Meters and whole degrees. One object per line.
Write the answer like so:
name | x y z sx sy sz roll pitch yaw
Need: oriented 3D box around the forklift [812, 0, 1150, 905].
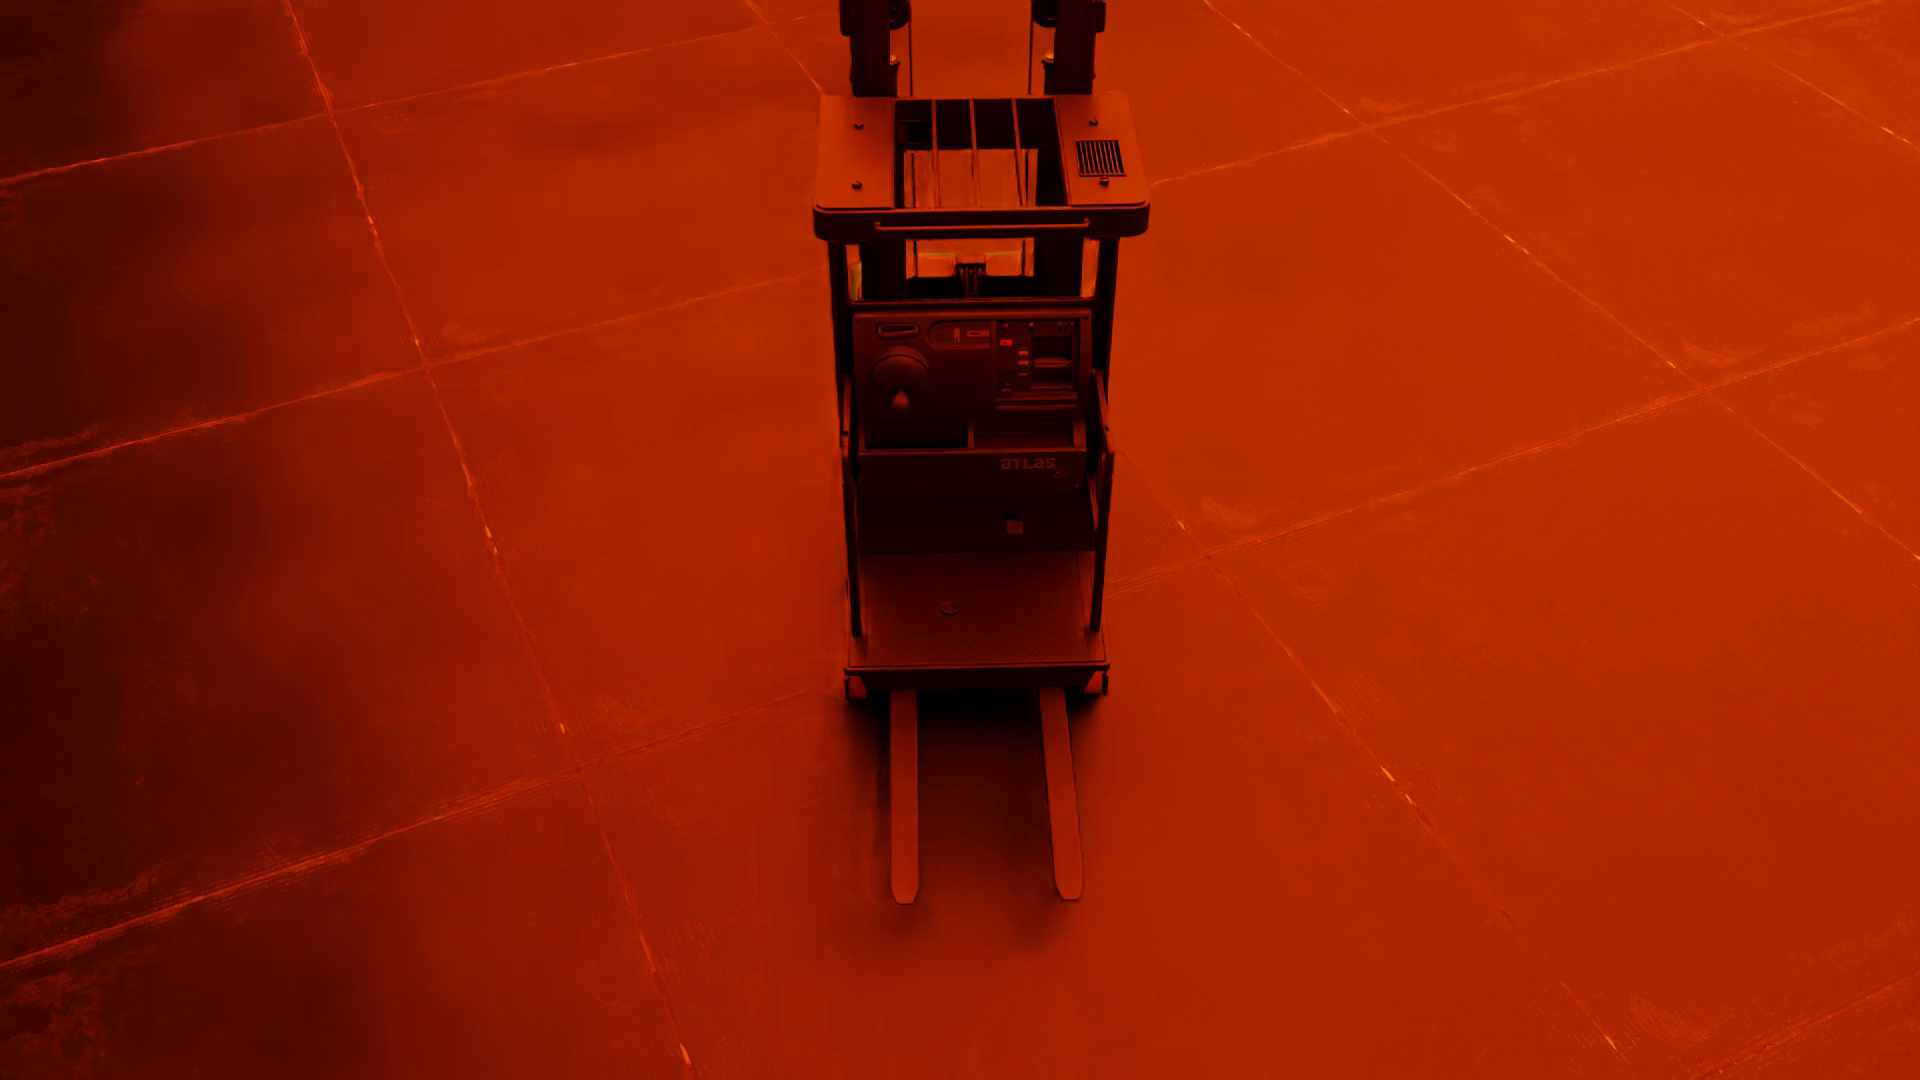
forklift | 0.057 -0.617 6.341 1.130 2.935 3.031 -1 43 -1
